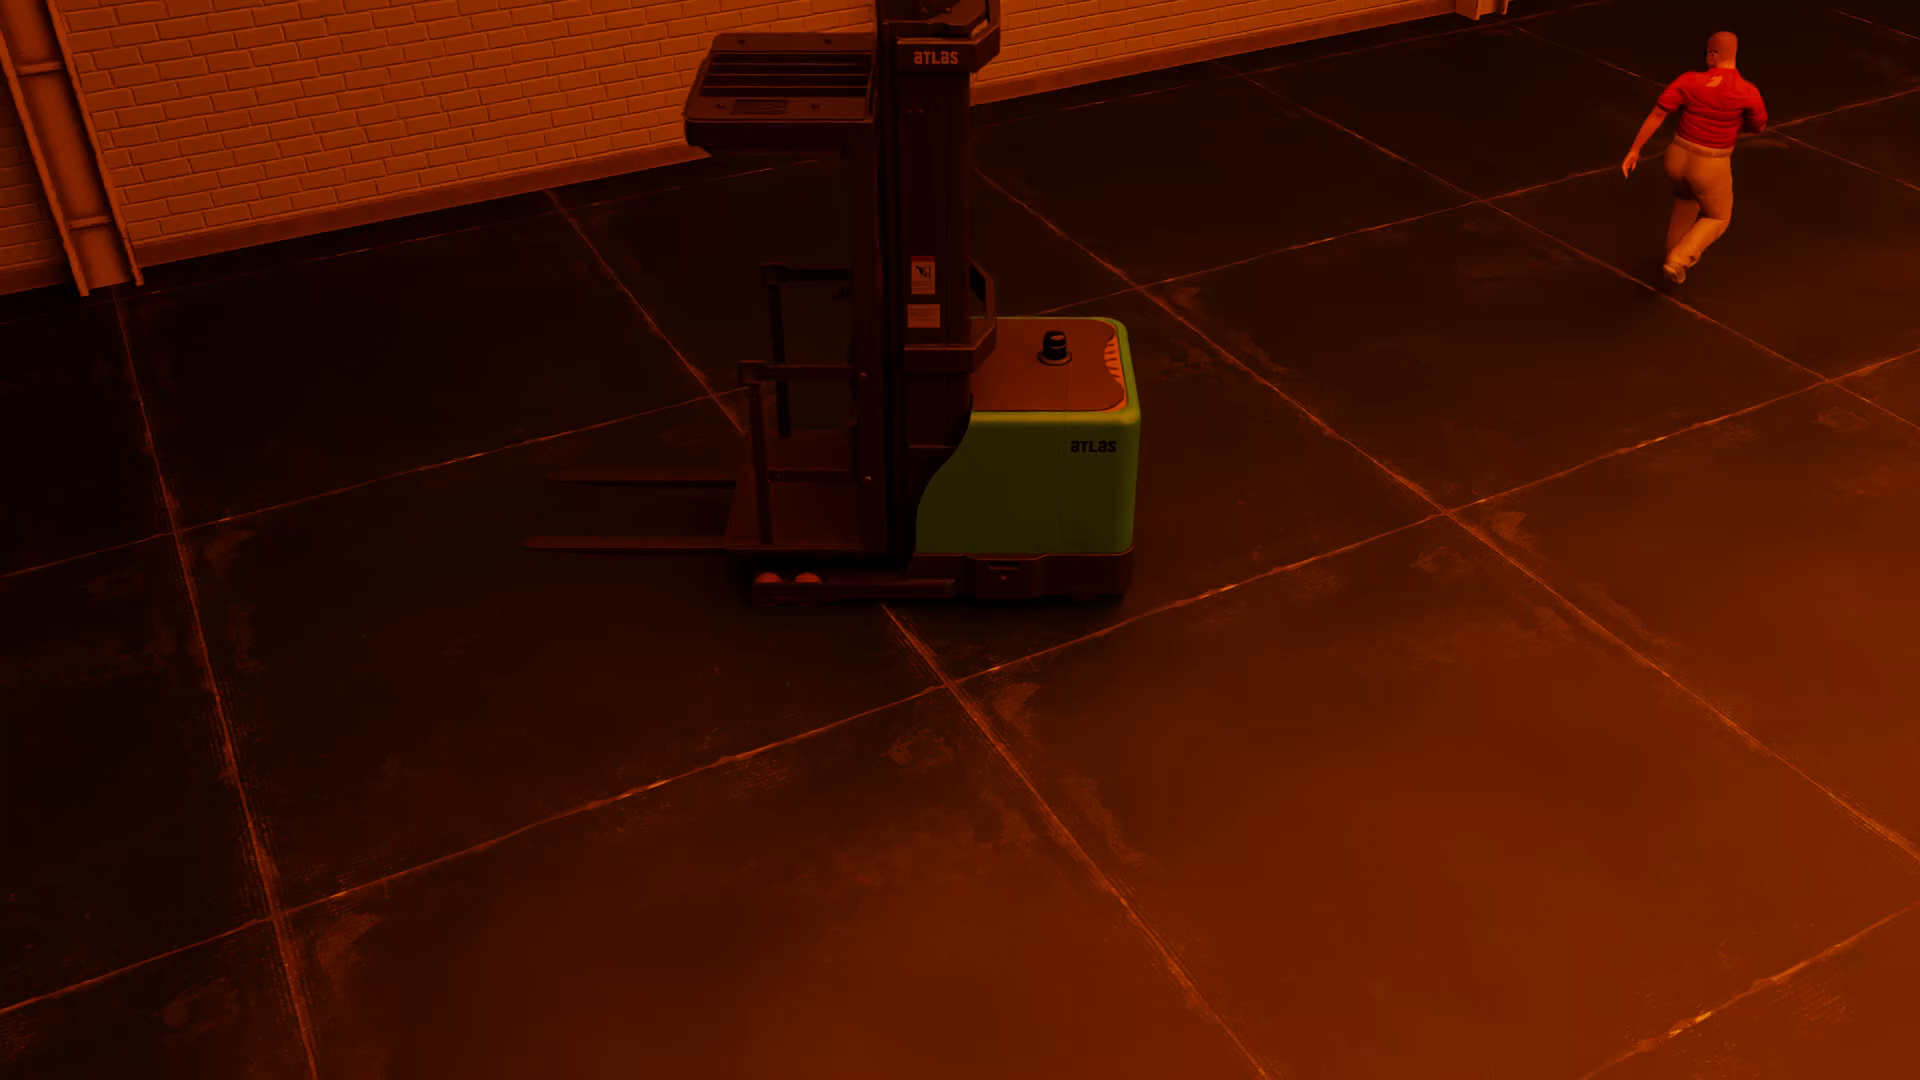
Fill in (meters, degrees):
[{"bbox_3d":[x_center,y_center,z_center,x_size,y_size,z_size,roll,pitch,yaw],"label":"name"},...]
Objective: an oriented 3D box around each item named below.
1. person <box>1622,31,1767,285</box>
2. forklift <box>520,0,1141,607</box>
[{"bbox_3d":[4.744,-2.451,10.705,0.731,1.659,0.651,-25,42,-31],"label":"person"},{"bbox_3d":[-0.664,-1.174,7.784,3.031,2.935,1.130,0,35,0],"label":"forklift"}]
